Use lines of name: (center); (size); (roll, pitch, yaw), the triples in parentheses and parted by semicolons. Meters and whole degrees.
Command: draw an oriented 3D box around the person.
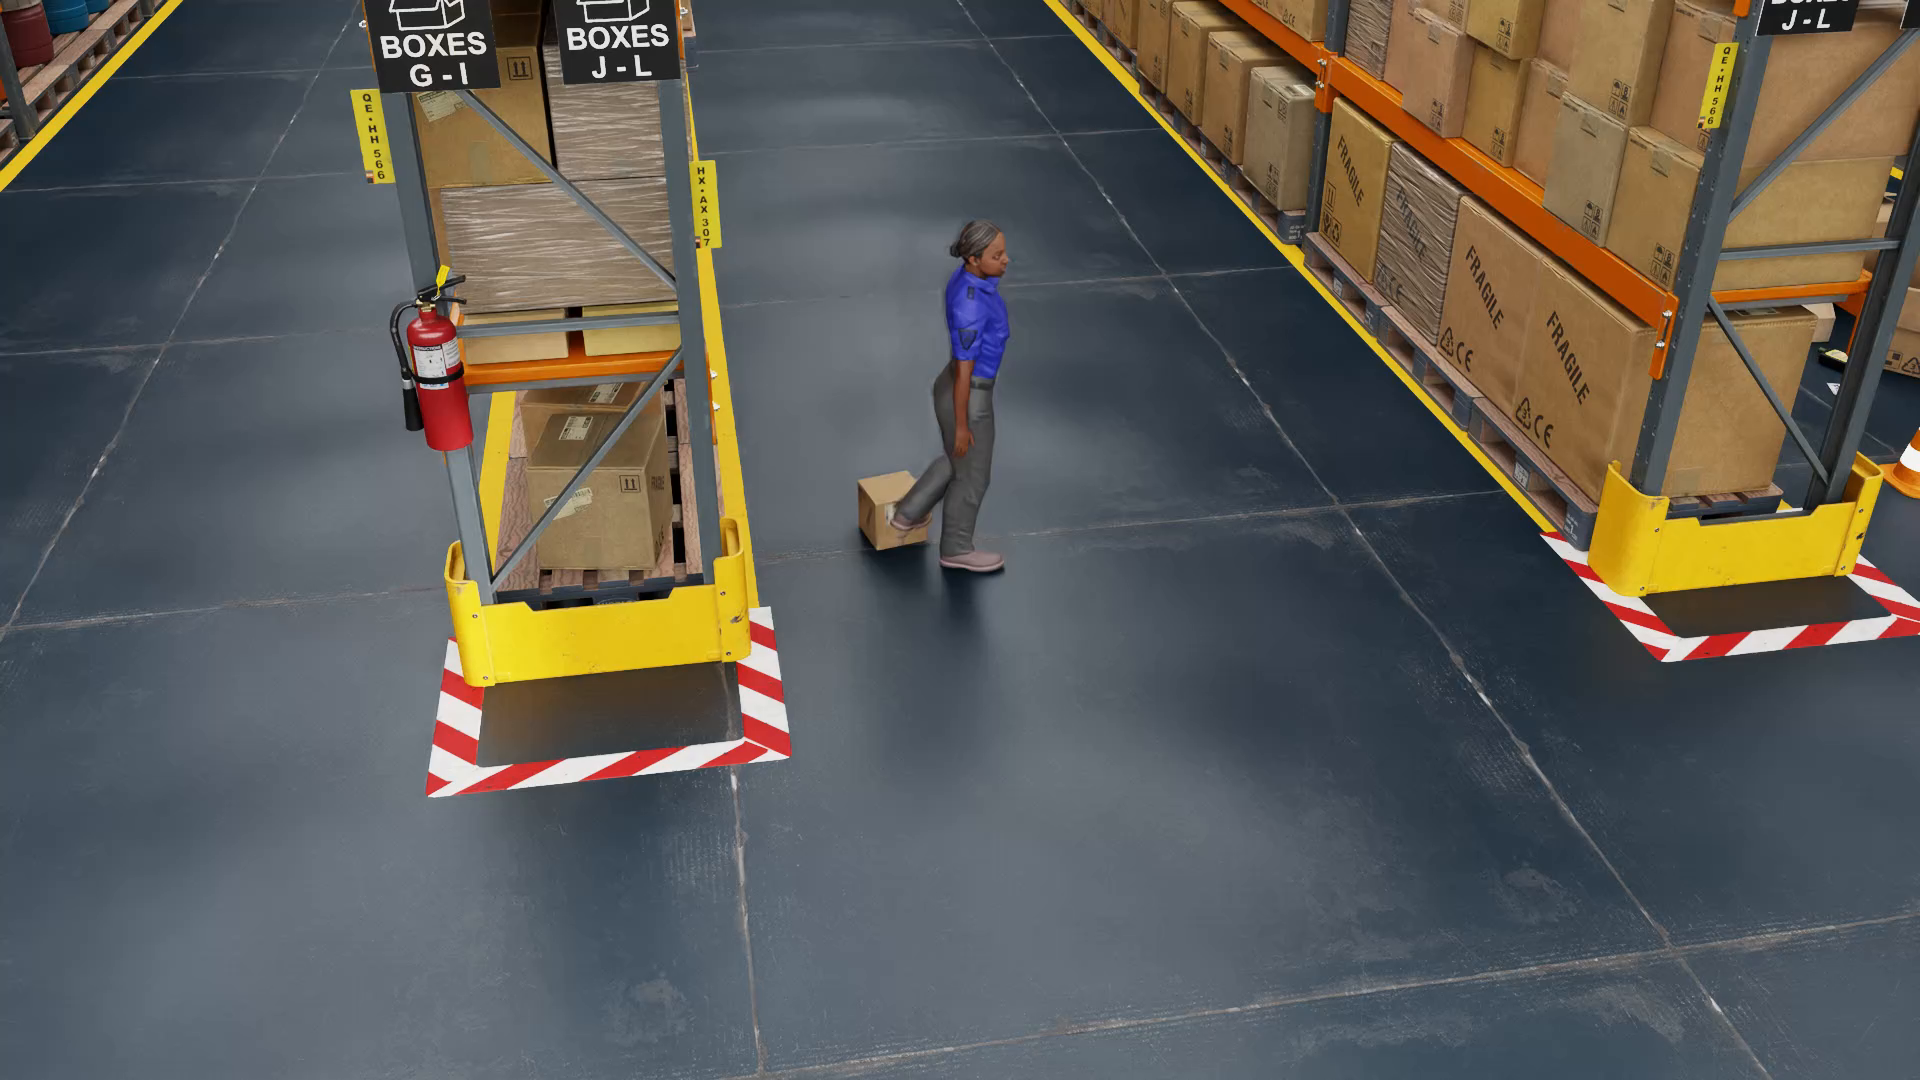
person: (-0.055, -0.614, 7.164); (0.520, 1.648, 0.547); (-1, 31, -1)
